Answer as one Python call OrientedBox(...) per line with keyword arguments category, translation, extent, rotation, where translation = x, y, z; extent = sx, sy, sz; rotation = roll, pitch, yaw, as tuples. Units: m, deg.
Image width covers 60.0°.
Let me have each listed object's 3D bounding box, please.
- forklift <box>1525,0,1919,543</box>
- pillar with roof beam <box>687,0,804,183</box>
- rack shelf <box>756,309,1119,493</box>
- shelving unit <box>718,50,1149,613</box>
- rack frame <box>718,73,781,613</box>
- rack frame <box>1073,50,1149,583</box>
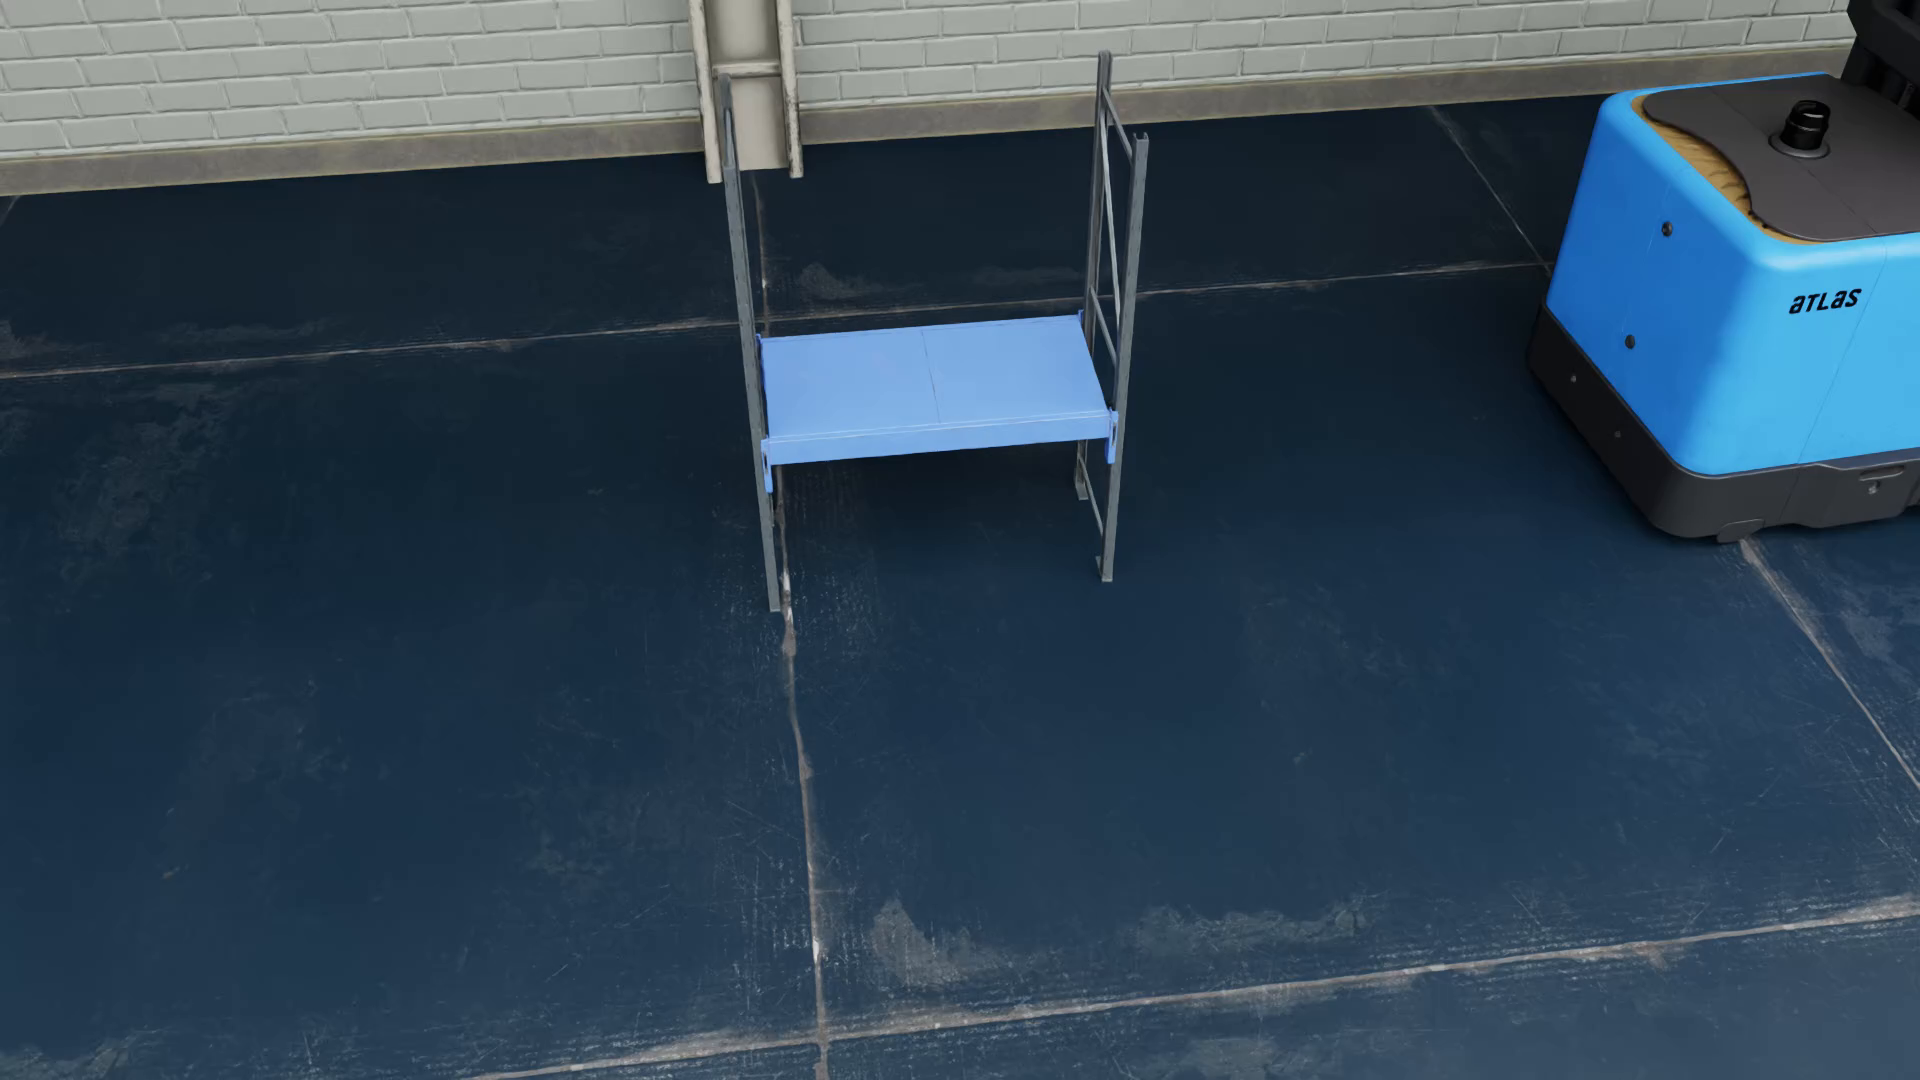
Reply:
OrientedBox(category="forklift", translation=(3.557, -1.576, 4.809), extent=(3.031, 2.935, 1.130), rotation=(-8, 43, -9))
OrientedBox(category="pillar with roof beam", translation=(-0.309, -2.079, 0.836), extent=(0.400, 9.000, 9.100), rotation=(-5, 42, -6))
OrientedBox(category="rack shelf", translation=(-0.085, -0.416, 4.860), extent=(1.000, 0.185, 0.538), rotation=(-5, 42, -6))
OrientedBox(category="shelving unit", translation=(-0.085, -0.550, 4.739), extent=(1.048, 1.500, 0.538), rotation=(-5, 42, -6))
OrientedBox(category="rack frame", translation=(-0.589, -0.505, 4.690), extent=(0.032, 1.500, 0.500), rotation=(-5, 42, -6))
OrientedBox(category="rack frame", translation=(0.419, -0.594, 4.788), extent=(0.032, 1.500, 0.500), rotation=(-5, 42, -6))
